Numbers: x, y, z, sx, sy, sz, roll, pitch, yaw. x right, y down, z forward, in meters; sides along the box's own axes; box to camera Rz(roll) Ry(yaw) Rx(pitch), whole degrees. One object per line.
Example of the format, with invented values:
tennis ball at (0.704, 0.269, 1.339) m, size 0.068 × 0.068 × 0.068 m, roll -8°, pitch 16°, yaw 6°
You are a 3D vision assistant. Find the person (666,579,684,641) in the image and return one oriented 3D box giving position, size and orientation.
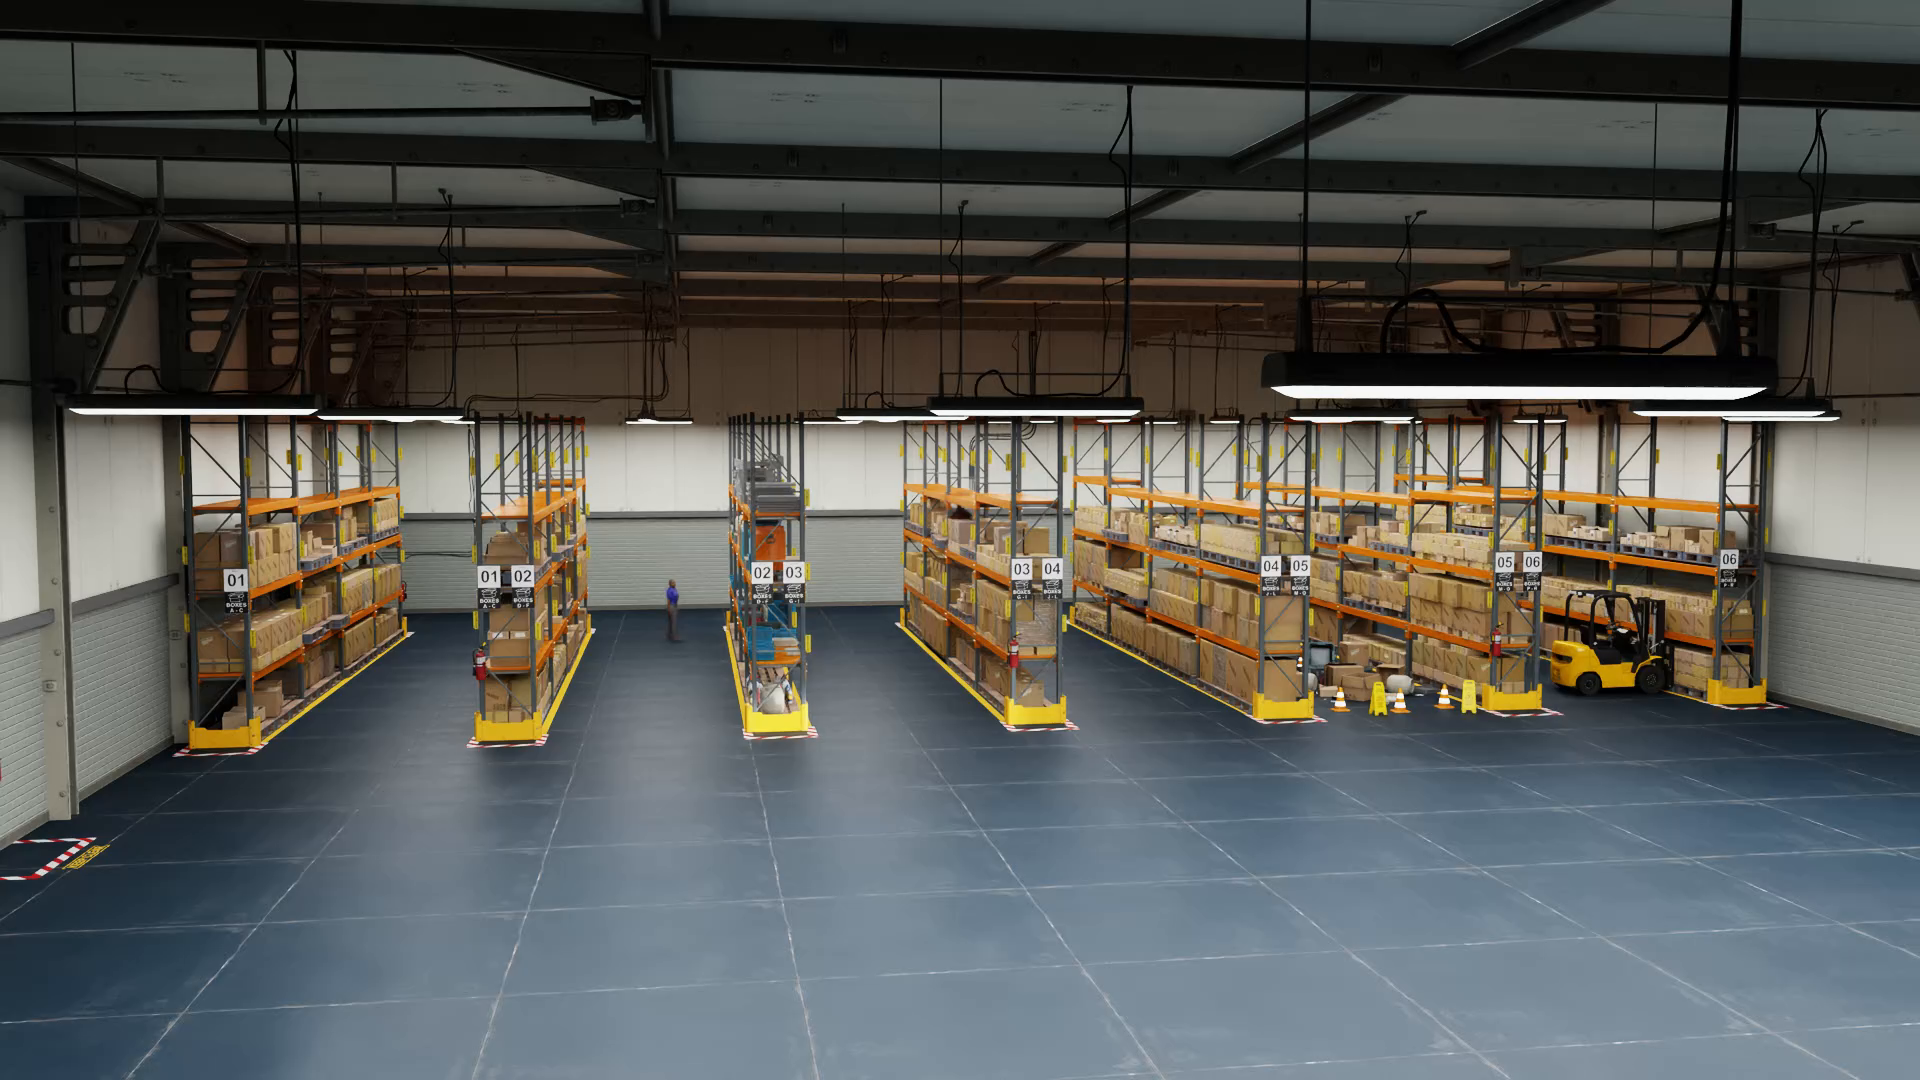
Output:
person at (-7.639, 1.864, 44.640) m, size 0.535 × 1.653 × 0.472 m, roll 0°, pitch 4°, yaw 4°

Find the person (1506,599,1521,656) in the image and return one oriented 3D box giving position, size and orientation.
person at (13.344, 2.185, 40.264) m, size 0.501 × 1.578 × 0.841 m, roll -1°, pitch 4°, yaw -20°
